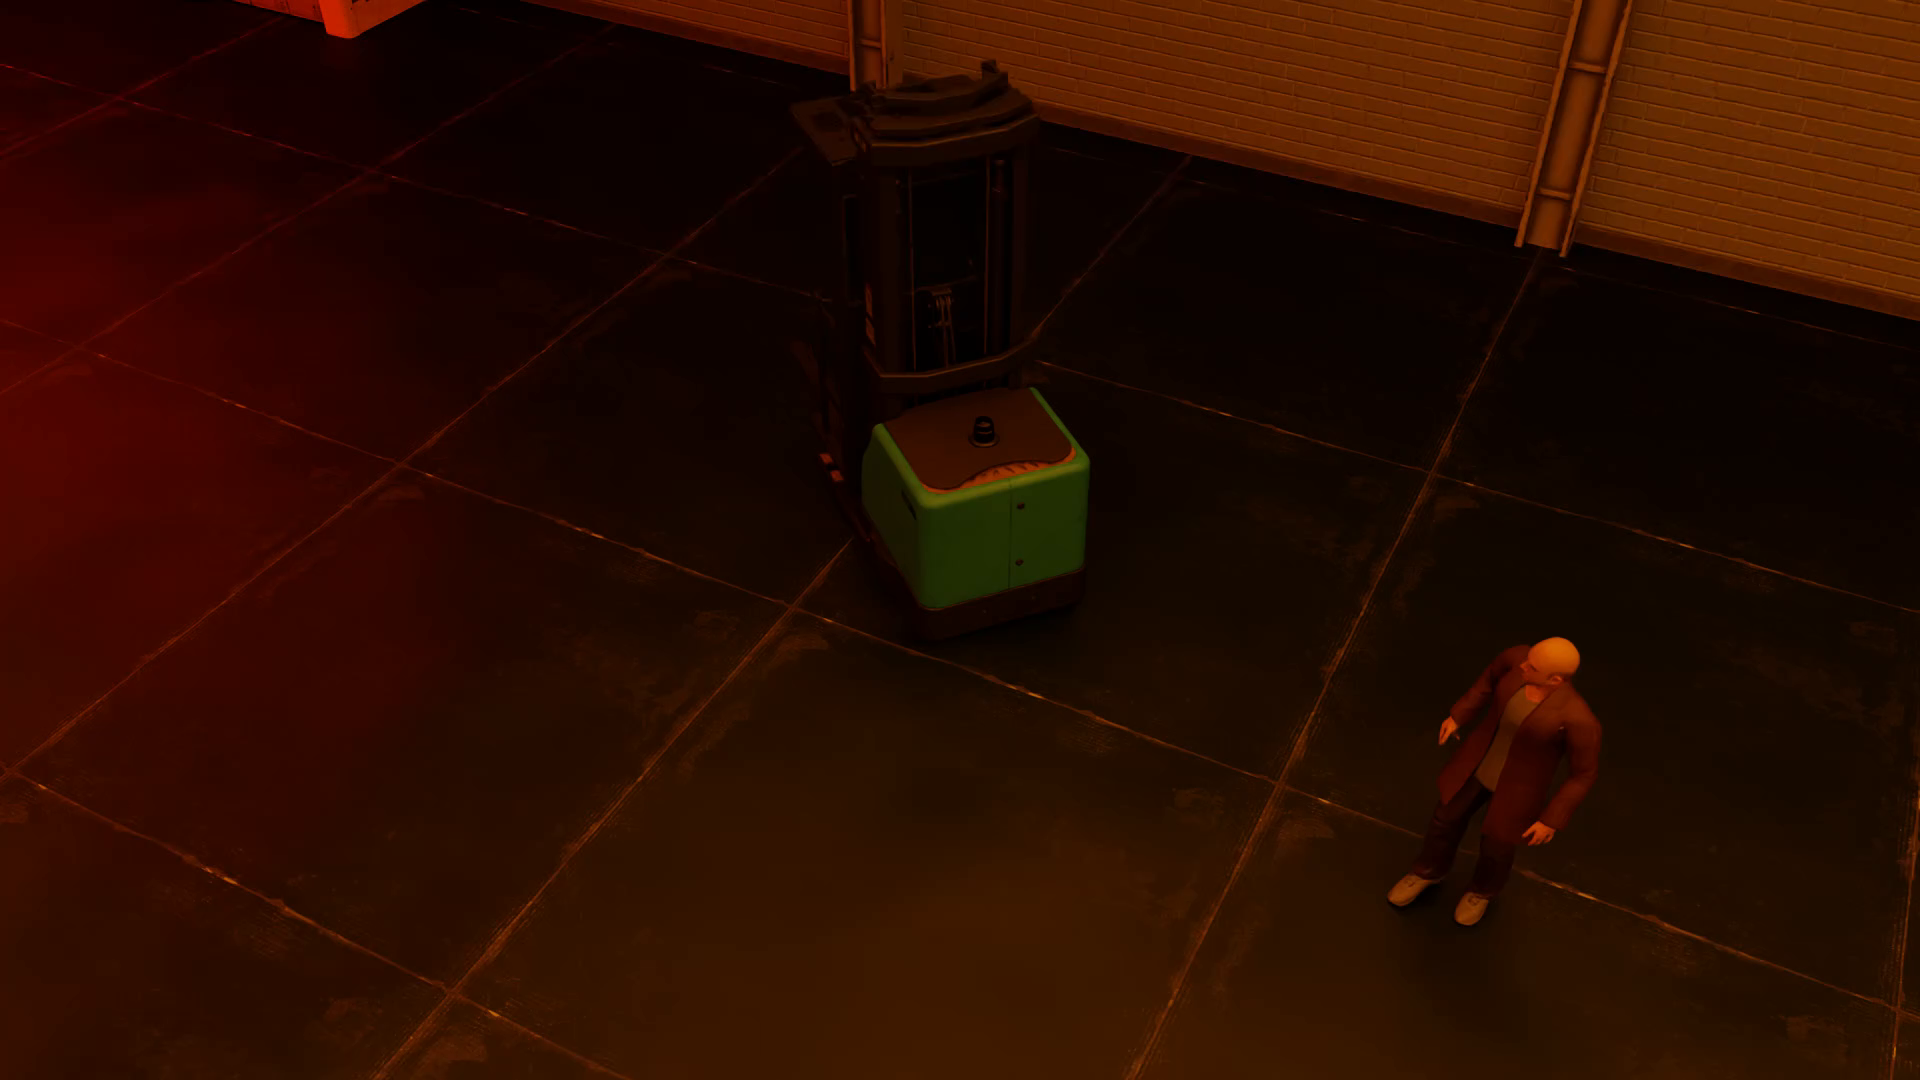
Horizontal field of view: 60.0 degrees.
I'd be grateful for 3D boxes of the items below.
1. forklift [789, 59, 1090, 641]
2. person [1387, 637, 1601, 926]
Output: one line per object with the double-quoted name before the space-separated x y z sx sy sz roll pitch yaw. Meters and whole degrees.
"forklift" -0.291 -1.500 9.768 1.130 2.935 3.031 -15 42 -17
"person" 2.422 1.104 7.574 0.562 1.775 0.761 -23 45 -24
